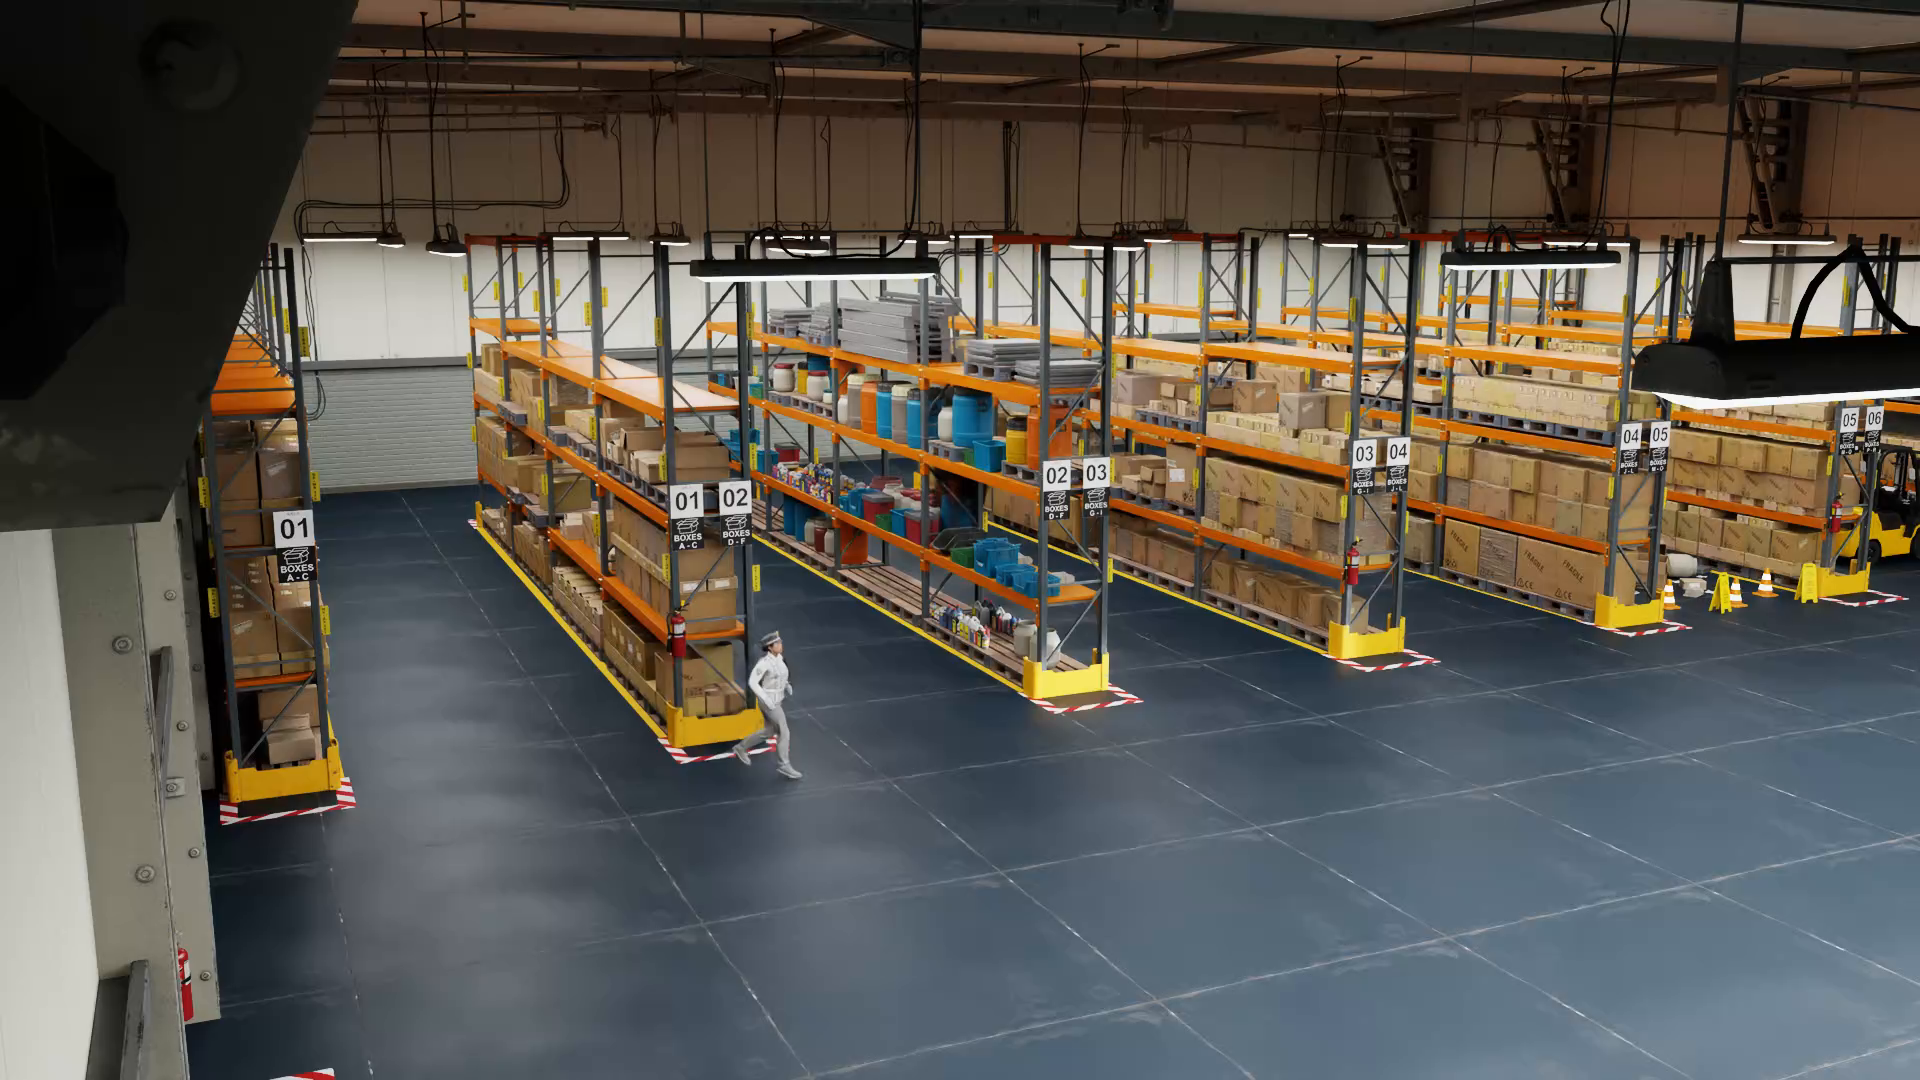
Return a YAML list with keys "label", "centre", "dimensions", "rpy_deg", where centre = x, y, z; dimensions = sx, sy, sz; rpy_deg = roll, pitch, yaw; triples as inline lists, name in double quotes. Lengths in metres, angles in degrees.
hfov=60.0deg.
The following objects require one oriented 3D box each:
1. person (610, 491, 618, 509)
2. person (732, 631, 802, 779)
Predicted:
- label: "person"
  centre: [-7.103, -1.072, 34.057]
  dimensions: [0.738, 1.829, 0.808]
  rpy_deg: [-10, 15, -42]
- label: "person"
  centre: [-2.196, 1.863, 19.062]
  dimensions: [0.790, 1.707, 0.601]
  rpy_deg: [2, 11, 10]
